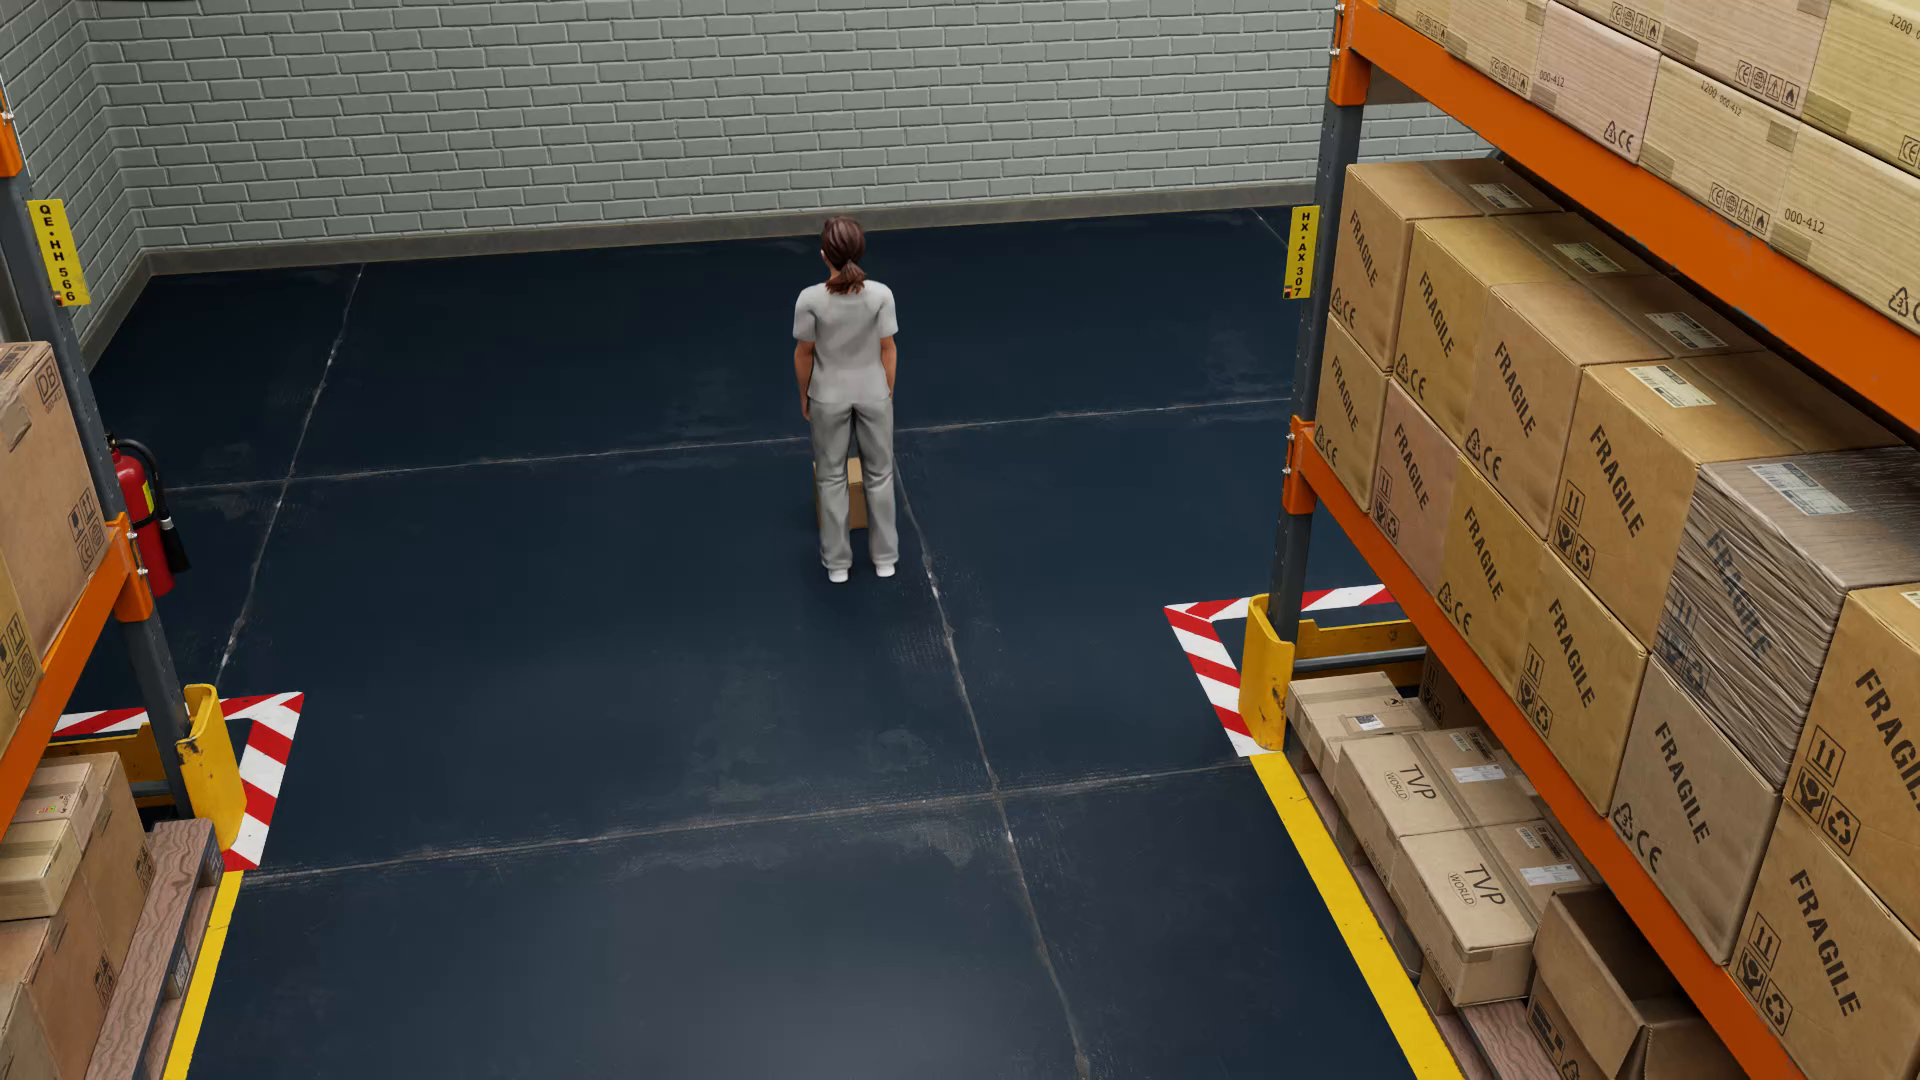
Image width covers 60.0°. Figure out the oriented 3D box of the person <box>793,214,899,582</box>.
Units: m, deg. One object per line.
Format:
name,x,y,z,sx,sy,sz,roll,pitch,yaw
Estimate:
person,-0.481,-0.588,7.125,0.439,1.675,0.380,-5,31,-8
